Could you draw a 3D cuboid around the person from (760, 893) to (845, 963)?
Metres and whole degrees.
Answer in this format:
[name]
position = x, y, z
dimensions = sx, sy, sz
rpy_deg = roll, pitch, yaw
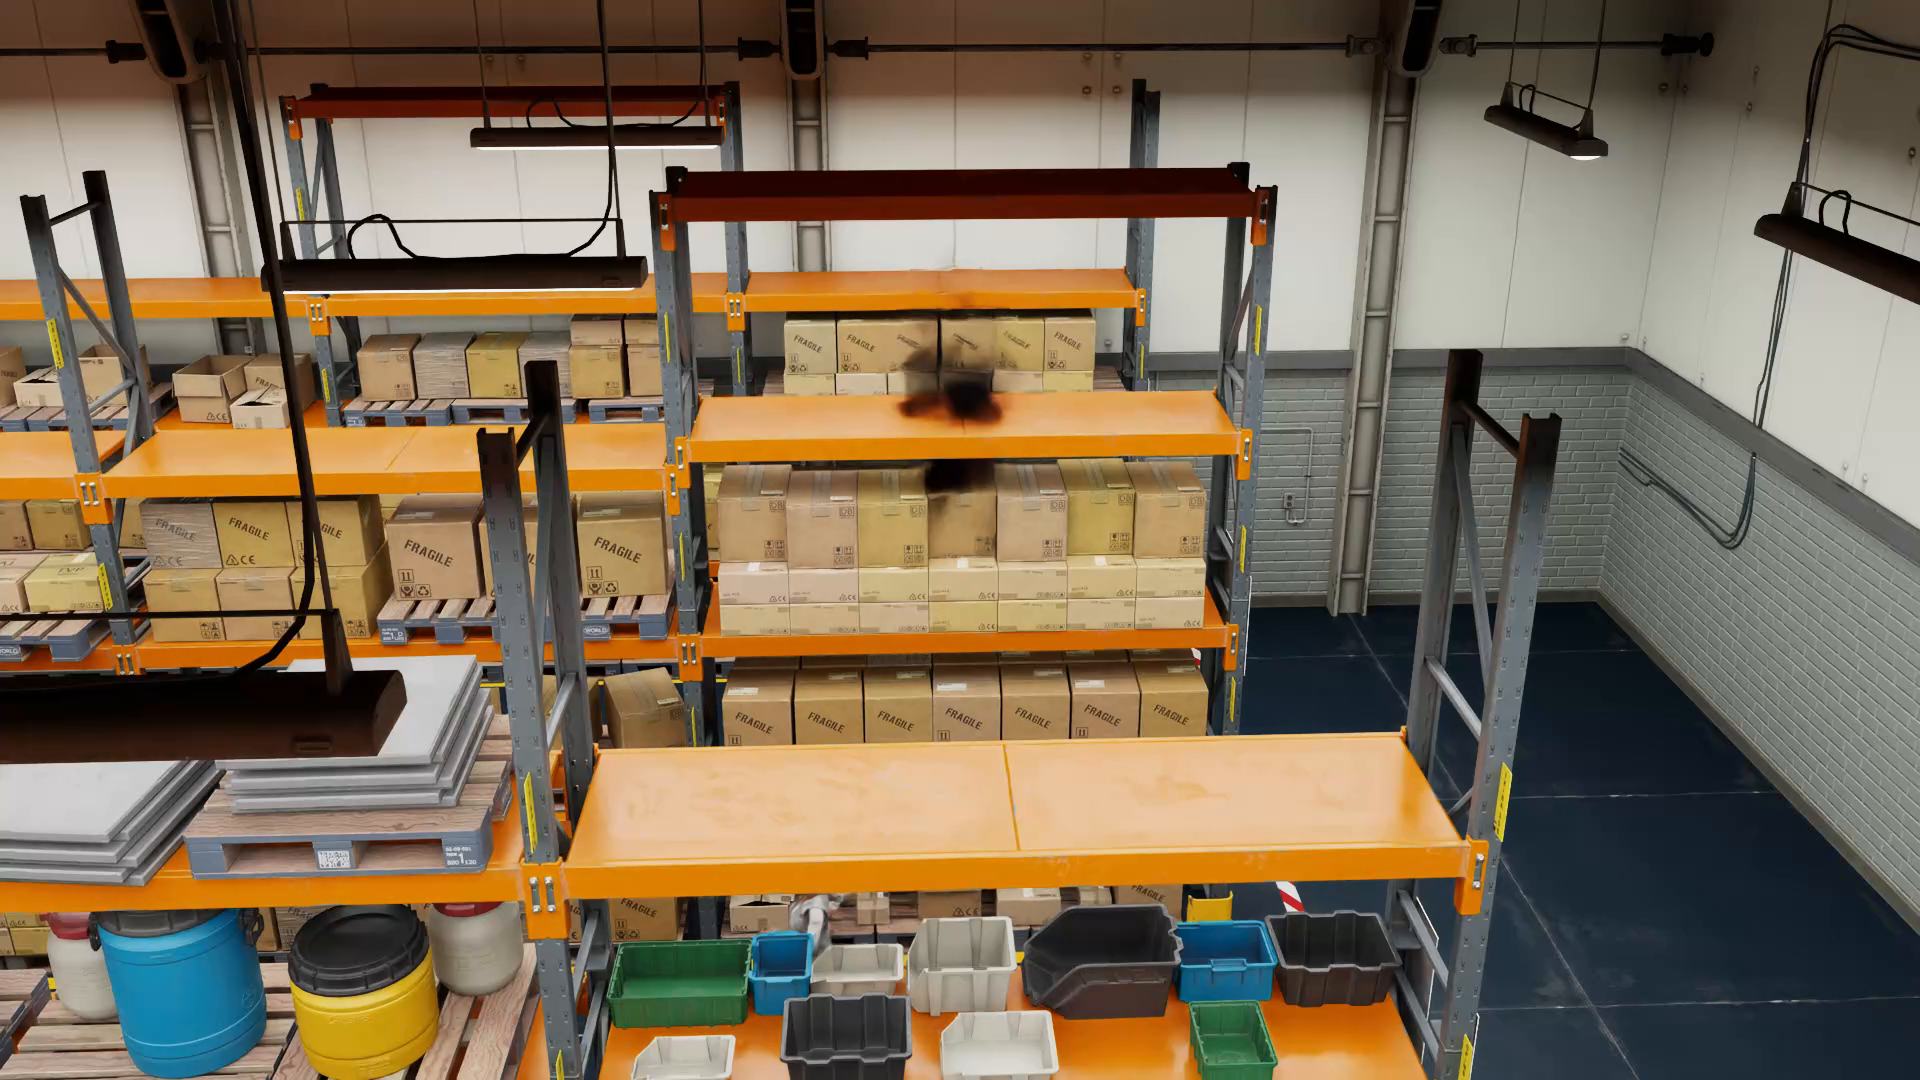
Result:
[person]
position = -0.998, 2.885, 11.227
dimensions = 0.673, 1.648, 0.507
rpy_deg = -6, 23, -13
